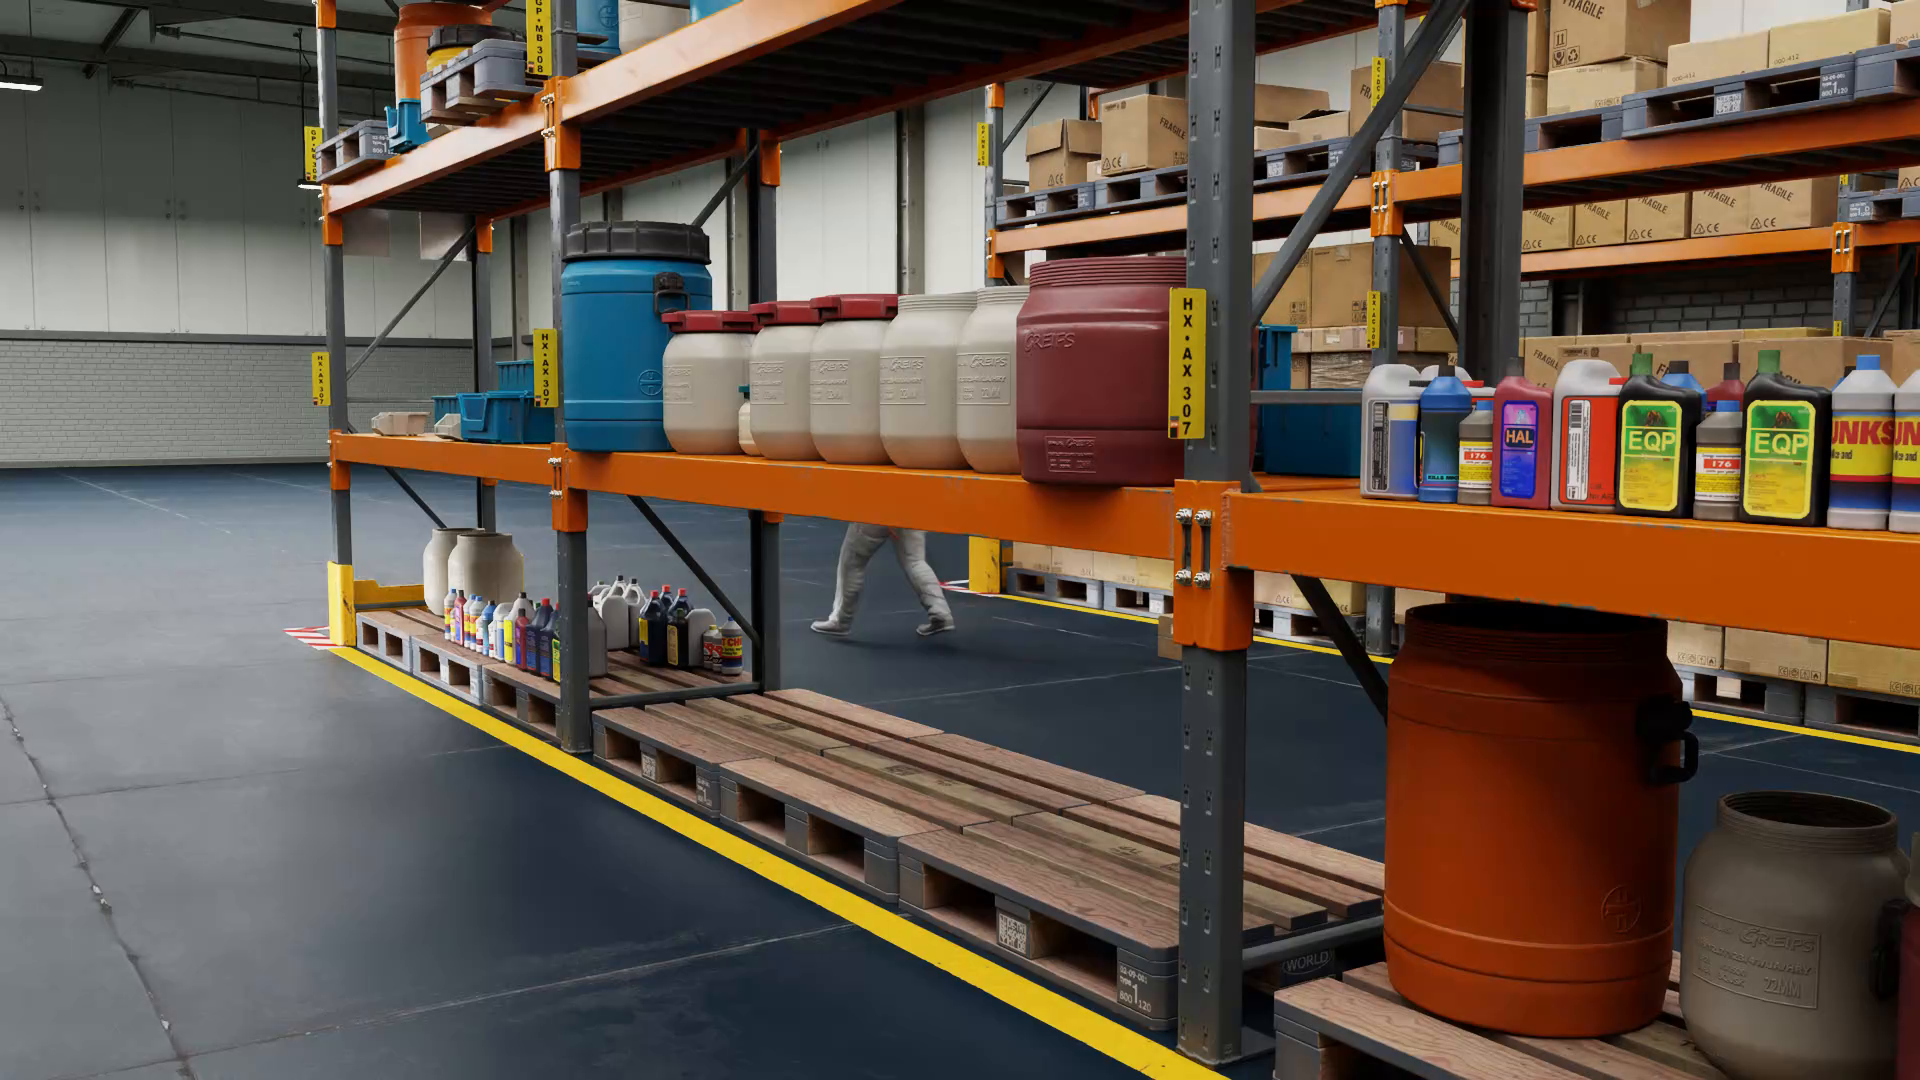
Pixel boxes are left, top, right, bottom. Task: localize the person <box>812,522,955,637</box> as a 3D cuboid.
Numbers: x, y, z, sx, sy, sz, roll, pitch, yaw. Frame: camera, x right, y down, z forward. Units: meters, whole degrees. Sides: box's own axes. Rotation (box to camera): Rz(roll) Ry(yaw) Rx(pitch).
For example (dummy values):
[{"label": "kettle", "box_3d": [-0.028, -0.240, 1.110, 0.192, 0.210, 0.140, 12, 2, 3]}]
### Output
[{"label": "person", "box_3d": [-0.465, -0.190, 10.373, 1.019, 1.606, 0.469, 4, 6, 40]}]
